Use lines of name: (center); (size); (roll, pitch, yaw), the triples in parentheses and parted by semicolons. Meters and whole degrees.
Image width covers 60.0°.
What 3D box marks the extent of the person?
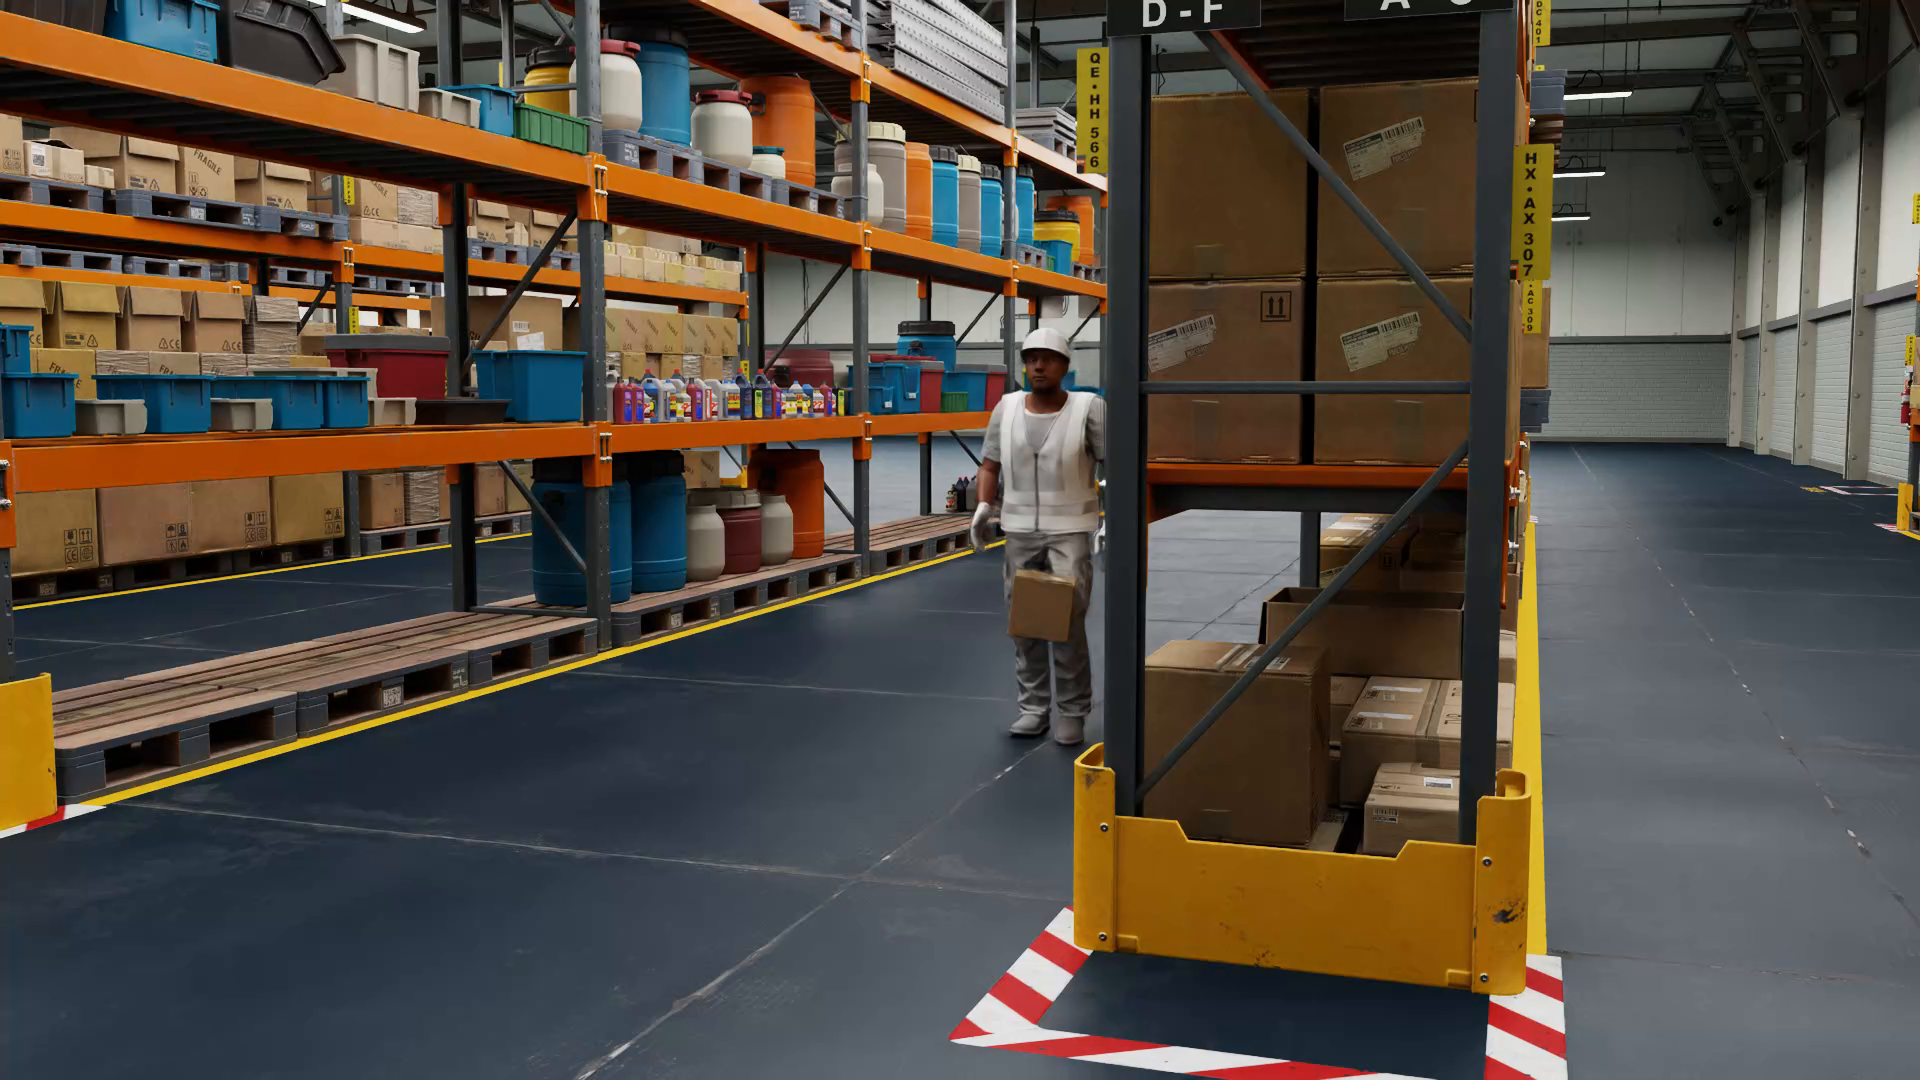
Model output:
person: (0.368, -0.018, 7.101); (0.646, 1.771, 0.509); (2, 5, 21)
